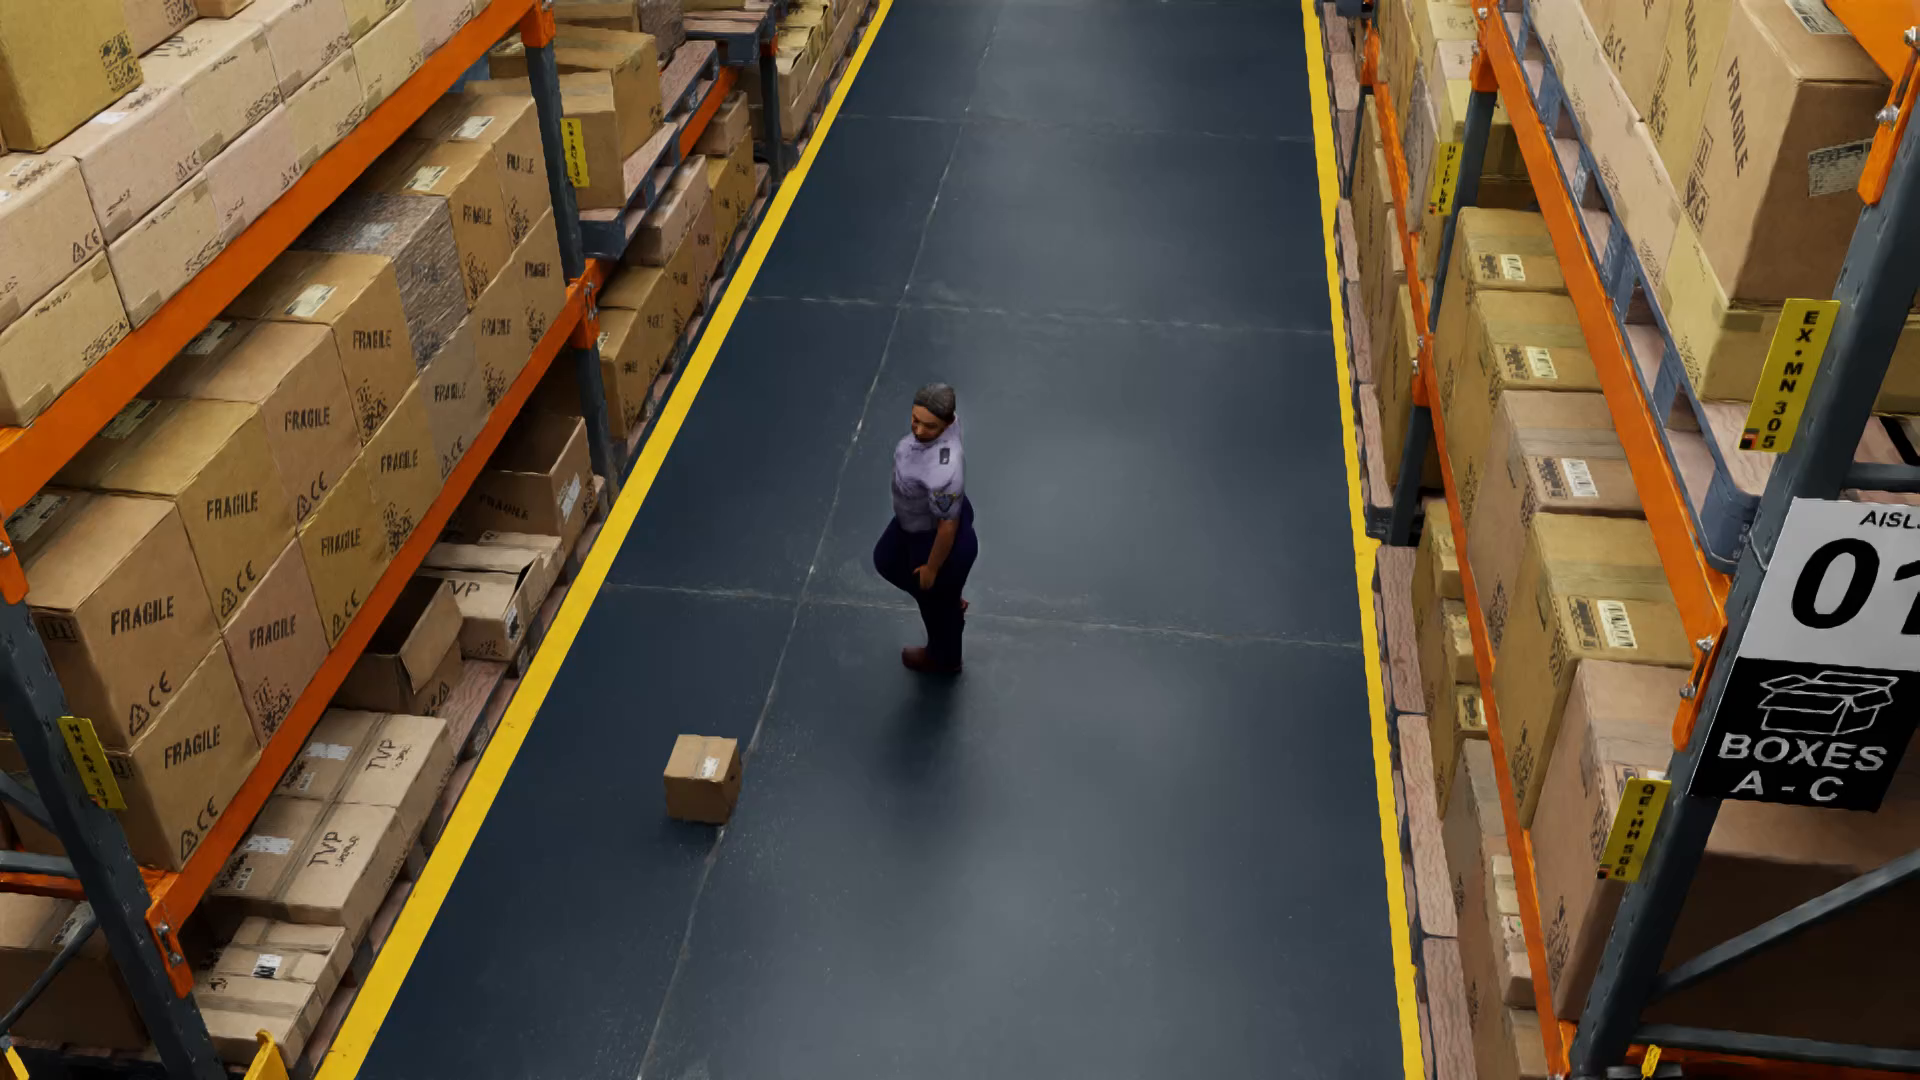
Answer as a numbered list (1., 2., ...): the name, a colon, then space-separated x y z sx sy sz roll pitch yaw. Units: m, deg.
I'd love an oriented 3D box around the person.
1. person: -0.155 -0.045 7.104 0.453 1.643 0.694 -1 36 -2
